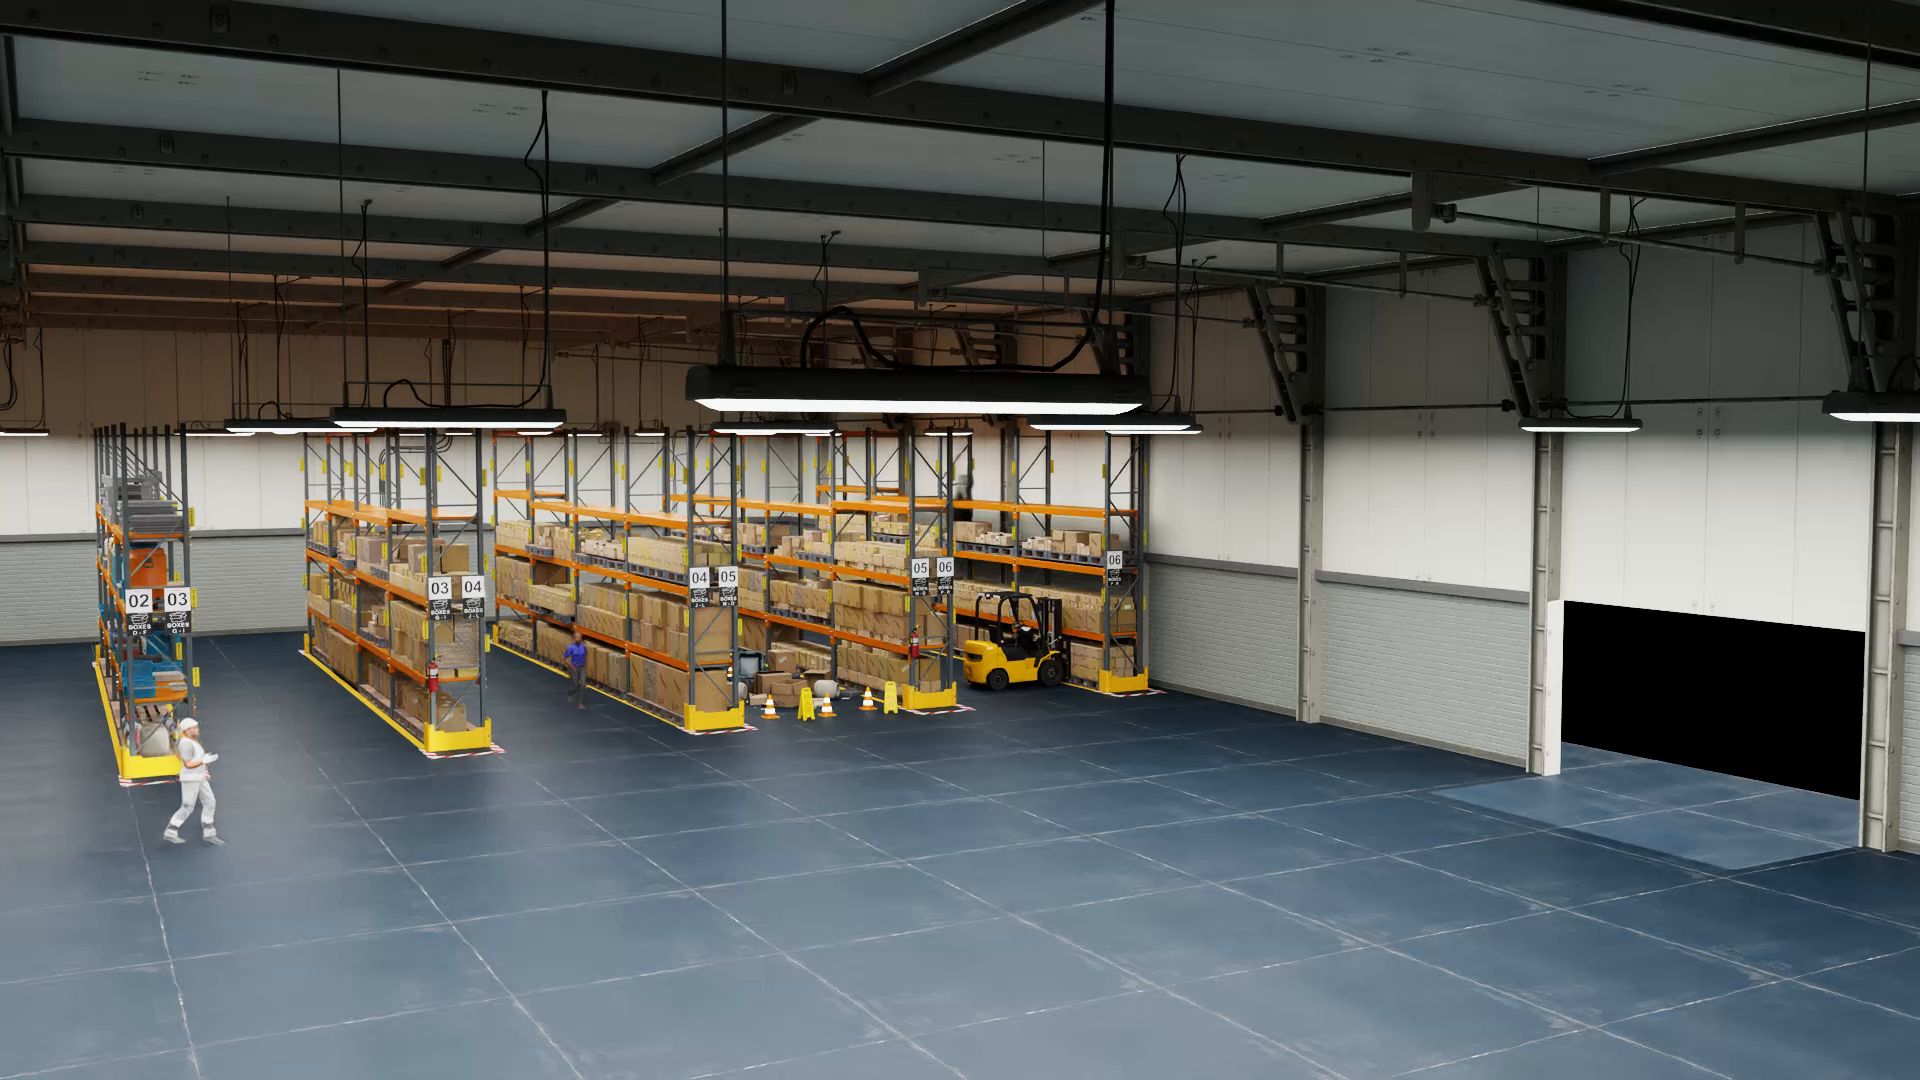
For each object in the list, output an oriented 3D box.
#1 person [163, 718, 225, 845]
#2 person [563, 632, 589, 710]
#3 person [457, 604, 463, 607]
[{"bbox_3d":[-10.749,3.401,23.275,0.782,1.833,0.639,-1,4,-10],"label":"person"},{"bbox_3d":[-8.134,2.769,35.331,0.593,1.616,0.727,-3,4,-39],"label":"person"},{"bbox_3d":[-14.019,2.024,46.417,0.769,1.747,0.997,1,4,11],"label":"person"}]
